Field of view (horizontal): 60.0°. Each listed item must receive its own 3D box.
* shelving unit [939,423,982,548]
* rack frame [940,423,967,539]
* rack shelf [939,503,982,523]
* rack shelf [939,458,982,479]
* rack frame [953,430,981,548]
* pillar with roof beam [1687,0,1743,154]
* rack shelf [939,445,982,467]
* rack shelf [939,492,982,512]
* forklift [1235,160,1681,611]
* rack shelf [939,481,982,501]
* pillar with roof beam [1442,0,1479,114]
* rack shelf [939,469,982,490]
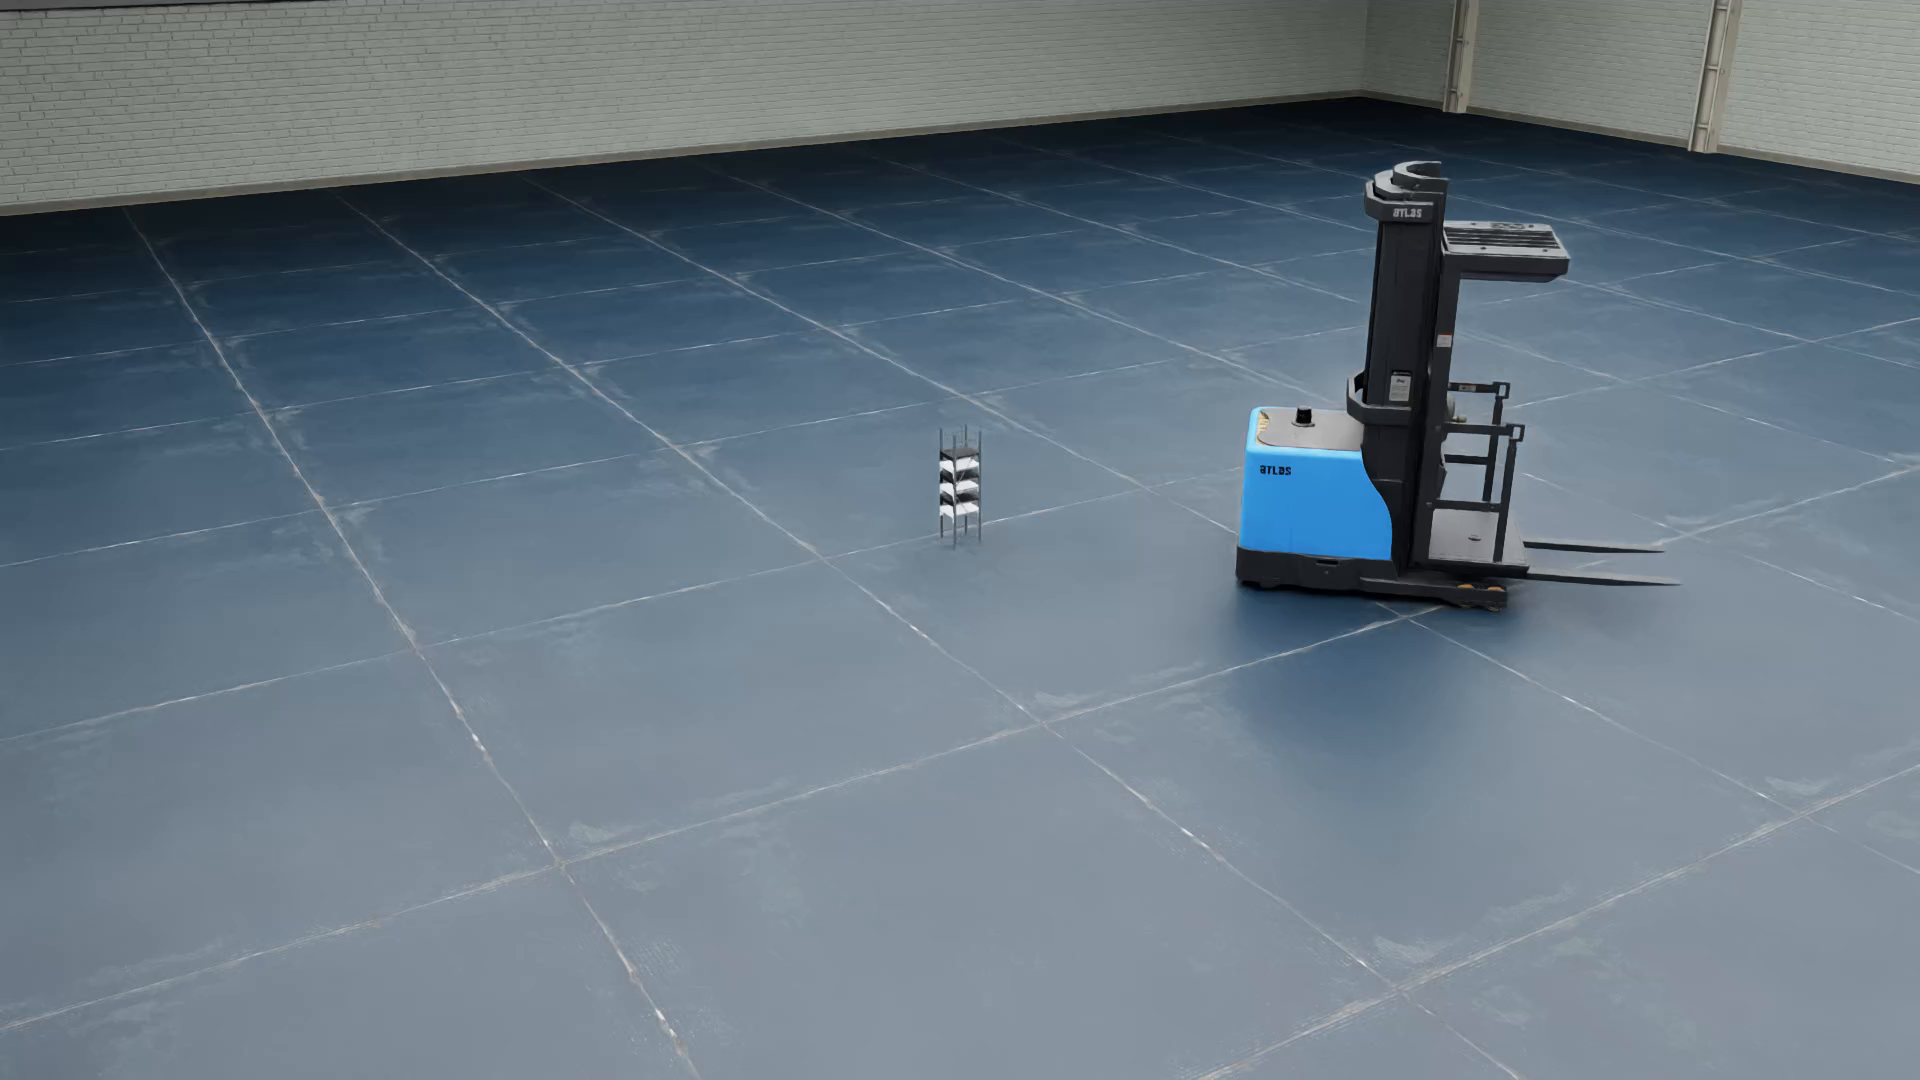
[{"bbox_3d":[0.004,-0.414,12.636,0.258,0.900,0.210,-13,25,-28],"label":"shelving unit"},{"bbox_3d":[-0.048,-0.447,12.717,0.240,0.900,0.006,-13,25,-28],"label":"rack frame"},{"bbox_3d":[0.004,-0.217,12.716,0.258,0.077,0.200,-13,25,-28],"label":"rack shelf"},{"bbox_3d":[0.004,-0.550,12.580,0.258,0.077,0.200,-13,25,-28],"label":"rack shelf"},{"bbox_3d":[0.056,-0.381,12.555,0.240,0.900,0.006,-13,25,-28],"label":"rack frame"},{"bbox_3d":[9.745,-10.378,26.393,9.100,9.000,0.400,-13,25,-28],"label":"pillar with roof beam"},{"bbox_3d":[0.004,-0.633,12.546,0.258,0.077,0.200,-13,25,-28],"label":"rack shelf"},{"bbox_3d":[0.004,-0.300,12.682,0.258,0.077,0.200,-13,25,-28],"label":"rack shelf"},{"bbox_3d":[3.556,-1.083,11.582,3.031,2.935,1.130,4,23,11],"label":"forklift"},{"bbox_3d":[0.004,-0.383,12.648,0.258,0.077,0.200,-13,25,-28],"label":"rack shelf"},{"bbox_3d":[6.680,-12.320,31.171,9.100,9.000,0.400,-13,25,-28],"label":"pillar with roof beam"},{"bbox_3d":[0.004,-0.467,12.614,0.258,0.077,0.200,-13,25,-28],"label":"rack shelf"}]
